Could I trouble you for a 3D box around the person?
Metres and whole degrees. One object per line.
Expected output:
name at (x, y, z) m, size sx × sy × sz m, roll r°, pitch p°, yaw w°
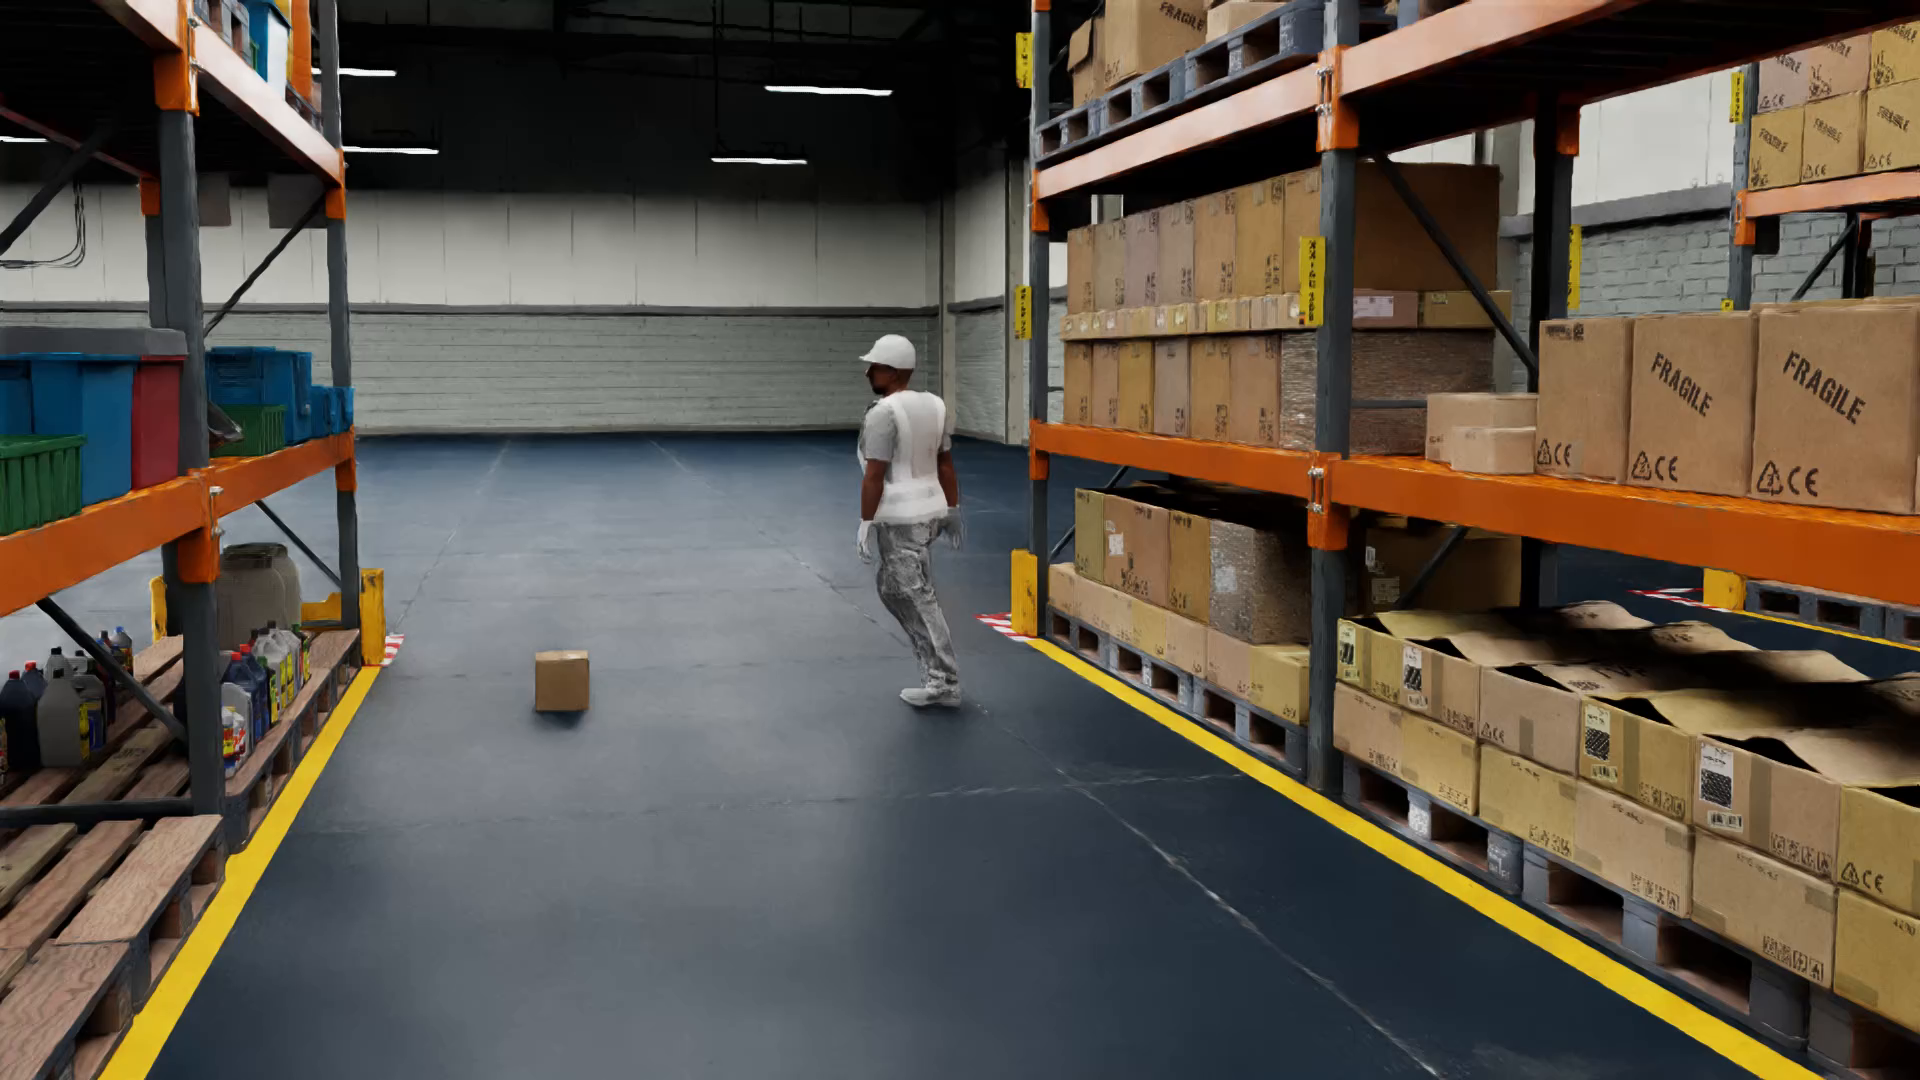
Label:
person at (-0.241, -0.092, 7.929) m, size 0.503 × 1.765 × 0.635 m, roll 3°, pitch 7°, yaw 25°
